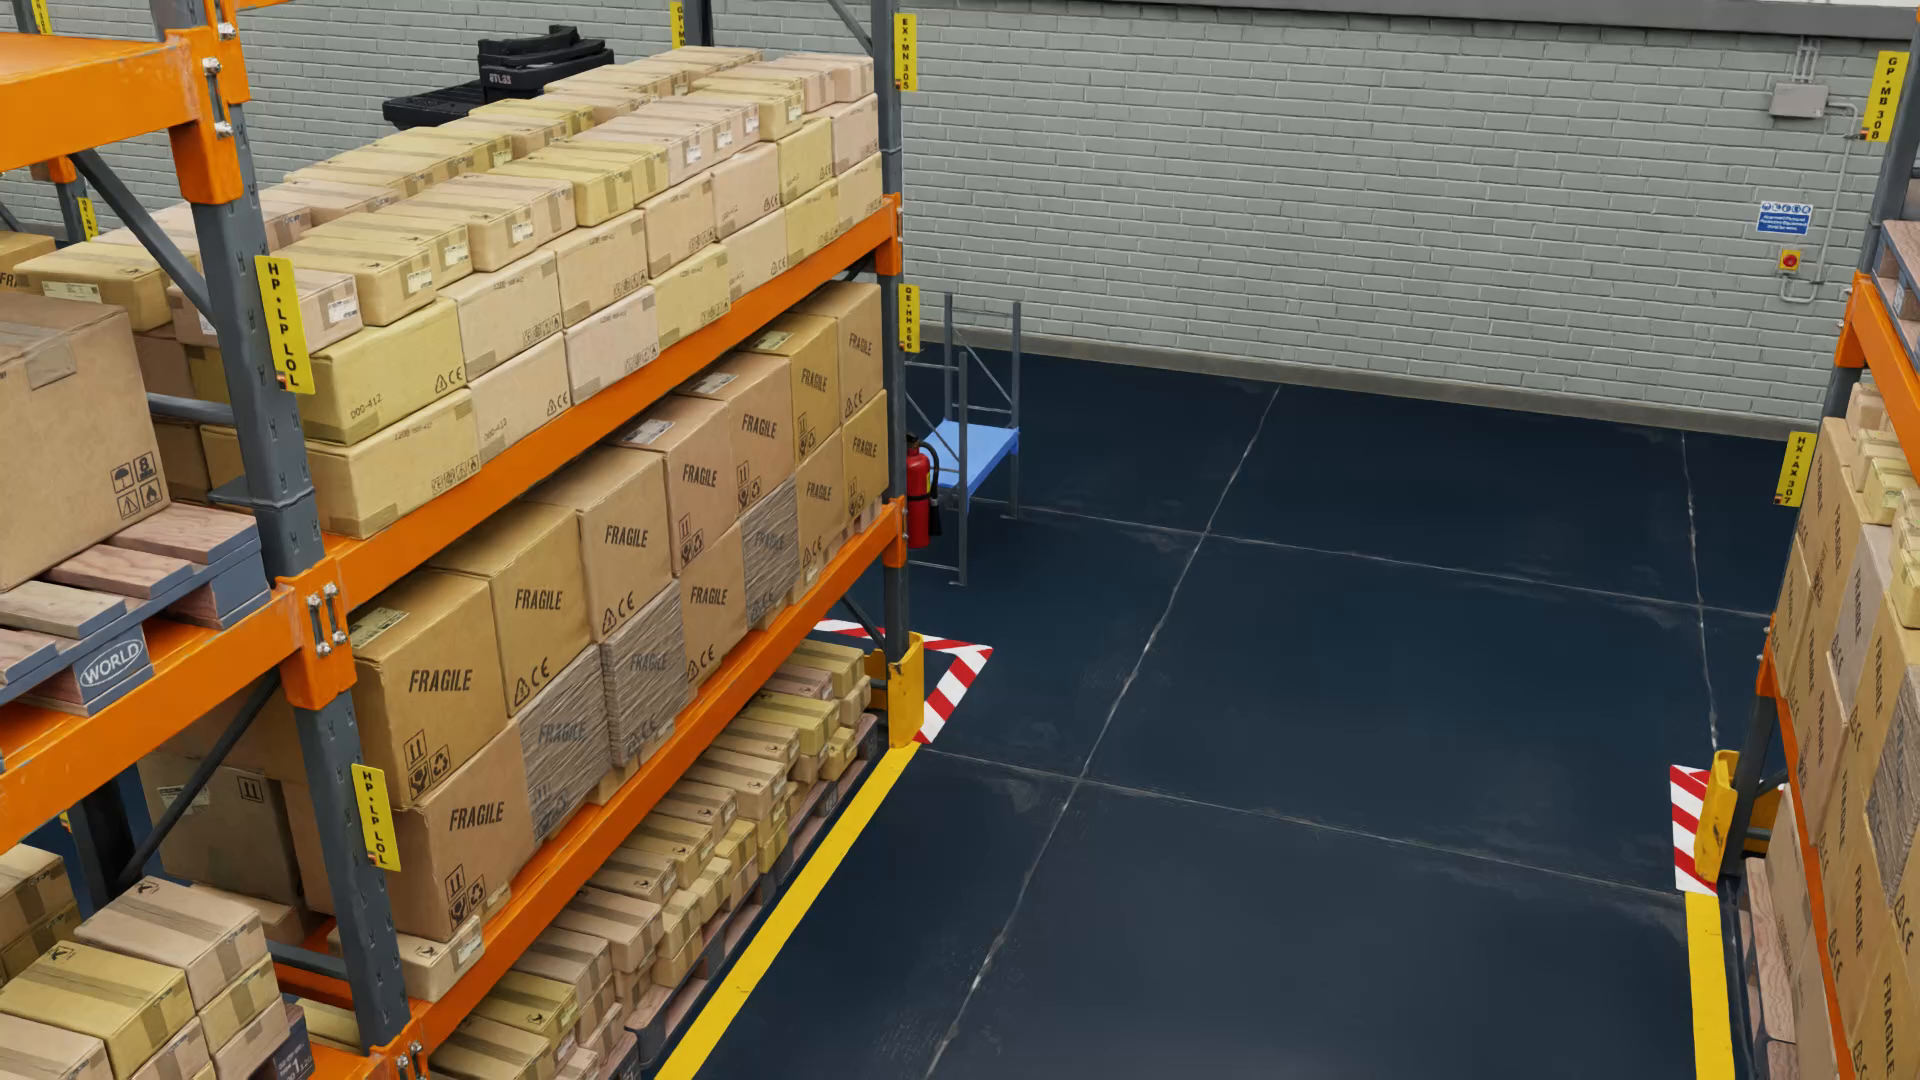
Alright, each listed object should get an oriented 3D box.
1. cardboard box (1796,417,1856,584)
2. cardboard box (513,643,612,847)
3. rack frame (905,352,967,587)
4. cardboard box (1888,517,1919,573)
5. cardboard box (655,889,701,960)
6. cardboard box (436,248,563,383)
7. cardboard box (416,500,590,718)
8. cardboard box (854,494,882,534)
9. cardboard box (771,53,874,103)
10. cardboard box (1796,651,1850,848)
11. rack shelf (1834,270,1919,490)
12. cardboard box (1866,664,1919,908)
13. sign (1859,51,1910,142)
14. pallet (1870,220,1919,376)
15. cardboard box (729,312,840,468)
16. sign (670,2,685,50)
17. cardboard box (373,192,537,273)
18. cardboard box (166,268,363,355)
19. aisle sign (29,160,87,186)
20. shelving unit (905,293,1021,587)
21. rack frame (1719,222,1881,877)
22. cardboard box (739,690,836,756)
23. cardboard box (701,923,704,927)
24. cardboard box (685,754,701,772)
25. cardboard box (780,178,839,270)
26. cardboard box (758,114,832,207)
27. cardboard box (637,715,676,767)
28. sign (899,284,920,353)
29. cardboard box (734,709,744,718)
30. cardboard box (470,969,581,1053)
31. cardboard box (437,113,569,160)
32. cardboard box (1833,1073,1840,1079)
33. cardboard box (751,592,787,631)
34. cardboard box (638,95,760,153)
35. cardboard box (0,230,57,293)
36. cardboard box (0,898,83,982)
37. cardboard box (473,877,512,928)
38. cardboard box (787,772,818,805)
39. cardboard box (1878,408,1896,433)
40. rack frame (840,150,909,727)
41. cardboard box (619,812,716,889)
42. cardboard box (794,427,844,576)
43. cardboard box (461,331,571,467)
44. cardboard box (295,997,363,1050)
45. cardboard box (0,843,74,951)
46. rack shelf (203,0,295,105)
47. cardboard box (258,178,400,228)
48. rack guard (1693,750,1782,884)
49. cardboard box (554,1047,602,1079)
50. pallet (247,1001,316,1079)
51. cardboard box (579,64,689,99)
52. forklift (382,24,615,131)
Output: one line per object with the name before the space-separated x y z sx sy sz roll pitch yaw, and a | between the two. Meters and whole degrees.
cardboard box | 3.520 -0.121 6.295 0.500 0.500 0.500 8 27 16
cardboard box | -1.524 0.636 5.539 0.500 0.500 0.500 9 27 17
rack frame | -0.198 -0.431 9.919 0.500 1.500 0.032 9 27 17
cardboard box | 3.124 0.068 5.161 0.380 0.149 0.250 9 27 18
cardboard box | -1.265 1.507 6.644 0.380 0.149 0.250 9 27 17
cardboard box | -1.527 -0.689 4.887 0.500 0.250 0.500 9 27 17
cardboard box | -1.546 0.192 5.309 0.500 0.500 0.500 8 27 16
cardboard box | -0.595 -0.170 7.947 0.380 0.149 0.250 9 27 18
cardboard box | -0.587 -1.966 7.067 0.380 0.149 0.250 9 27 17
cardboard box | 3.190 0.747 5.650 0.500 0.500 0.500 9 27 17
rack shelf | 3.283 0.014 4.662 1.077 0.370 4.000 9 27 17
cardboard box | 2.851 0.715 4.568 0.500 0.500 0.500 9 27 18
sign | 3.427 -1.644 6.167 0.100 0.325 0.005 9 27 17
pallet | 3.711 -0.785 5.590 1.003 0.211 1.213 9 27 17
cardboard box | -0.840 -0.654 7.056 0.500 0.500 0.500 8 27 16
sign | -1.265 -2.280 7.572 0.100 0.325 0.005 9 27 17
cardboard box | -1.478 -0.904 4.874 0.380 0.149 0.250 8 27 16
cardboard box | -1.759 -0.586 4.216 0.380 0.149 0.250 8 27 16
aisle sign | -5.090 -2.375 9.230 0.394 0.787 0.004 9 27 17
shelving unit | -0.028 -0.640 10.351 0.538 1.500 1.048 9 27 17
rack frame | 3.948 0.218 6.857 1.000 3.000 0.127 9 27 17
cardboard box | -0.795 0.843 7.675 0.380 0.149 0.250 8 27 16
cardboard box | -1.251 1.519 6.960 0.380 0.149 0.250 10 27 19
cardboard box | -1.017 1.070 7.546 0.380 0.149 0.250 8 27 17
cardboard box | -0.818 -1.304 6.732 0.500 0.250 0.500 9 27 18
cardboard box | -0.836 -1.529 6.622 0.500 0.250 0.500 8 27 16
cardboard box | -1.289 0.682 6.188 0.380 0.149 0.250 10 28 20
sign | -0.237 -1.033 7.749 0.100 0.325 0.005 9 27 17
cardboard box | -1.239 0.925 8.188 0.380 0.149 0.250 9 27 17
cardboard box | -1.589 1.685 5.935 0.380 0.149 0.250 8 27 17
cardboard box | -1.620 -1.411 5.921 0.380 0.149 0.250 10 27 19
cardboard box | 3.225 2.216 5.189 0.875 0.438 0.875 8 27 16
cardboard box | -0.961 0.244 7.091 0.380 0.149 0.250 8 27 15
cardboard box | -0.973 -1.553 6.215 0.380 0.149 0.250 8 27 16
cardboard box | -5.311 -1.384 9.137 0.500 0.500 0.500 9 27 18
cardboard box | -2.649 1.071 4.560 0.380 0.149 0.250 9 27 18
cardboard box | -1.666 1.113 5.297 0.380 0.149 0.250 10 27 19
cardboard box | -0.891 1.099 7.827 0.380 0.149 0.250 9 27 17
cardboard box | 3.549 -0.345 6.014 0.380 0.149 0.250 9 27 19
rack frame | -0.753 -0.458 8.254 1.000 3.000 0.127 9 27 17
cardboard box | -1.230 1.262 6.808 0.380 0.149 0.250 9 27 18
cardboard box | -0.836 -0.204 7.273 0.500 0.500 0.500 8 27 17
cardboard box | -1.523 -0.456 4.979 0.500 0.250 0.500 8 27 17
cardboard box | -2.164 1.718 5.867 0.380 0.149 0.250 9 27 18
cardboard box | -2.649 0.937 4.496 0.380 0.149 0.250 10 28 20
rack shelf | -1.419 -2.011 5.406 1.077 0.370 4.000 9 27 17
cardboard box | -1.919 -0.977 5.024 0.380 0.149 0.250 10 27 19
rack guard | 3.956 1.334 7.422 1.175 0.500 0.348 9 27 17
cardboard box | -1.538 1.958 6.054 0.380 0.149 0.250 9 27 17
pallet | -2.476 1.565 4.295 1.003 0.211 1.213 9 27 17
cardboard box | -1.337 -1.842 6.811 0.380 0.149 0.250 9 27 17
forklift | -3.186 -2.078 11.678 3.031 2.935 1.130 13 29 26
